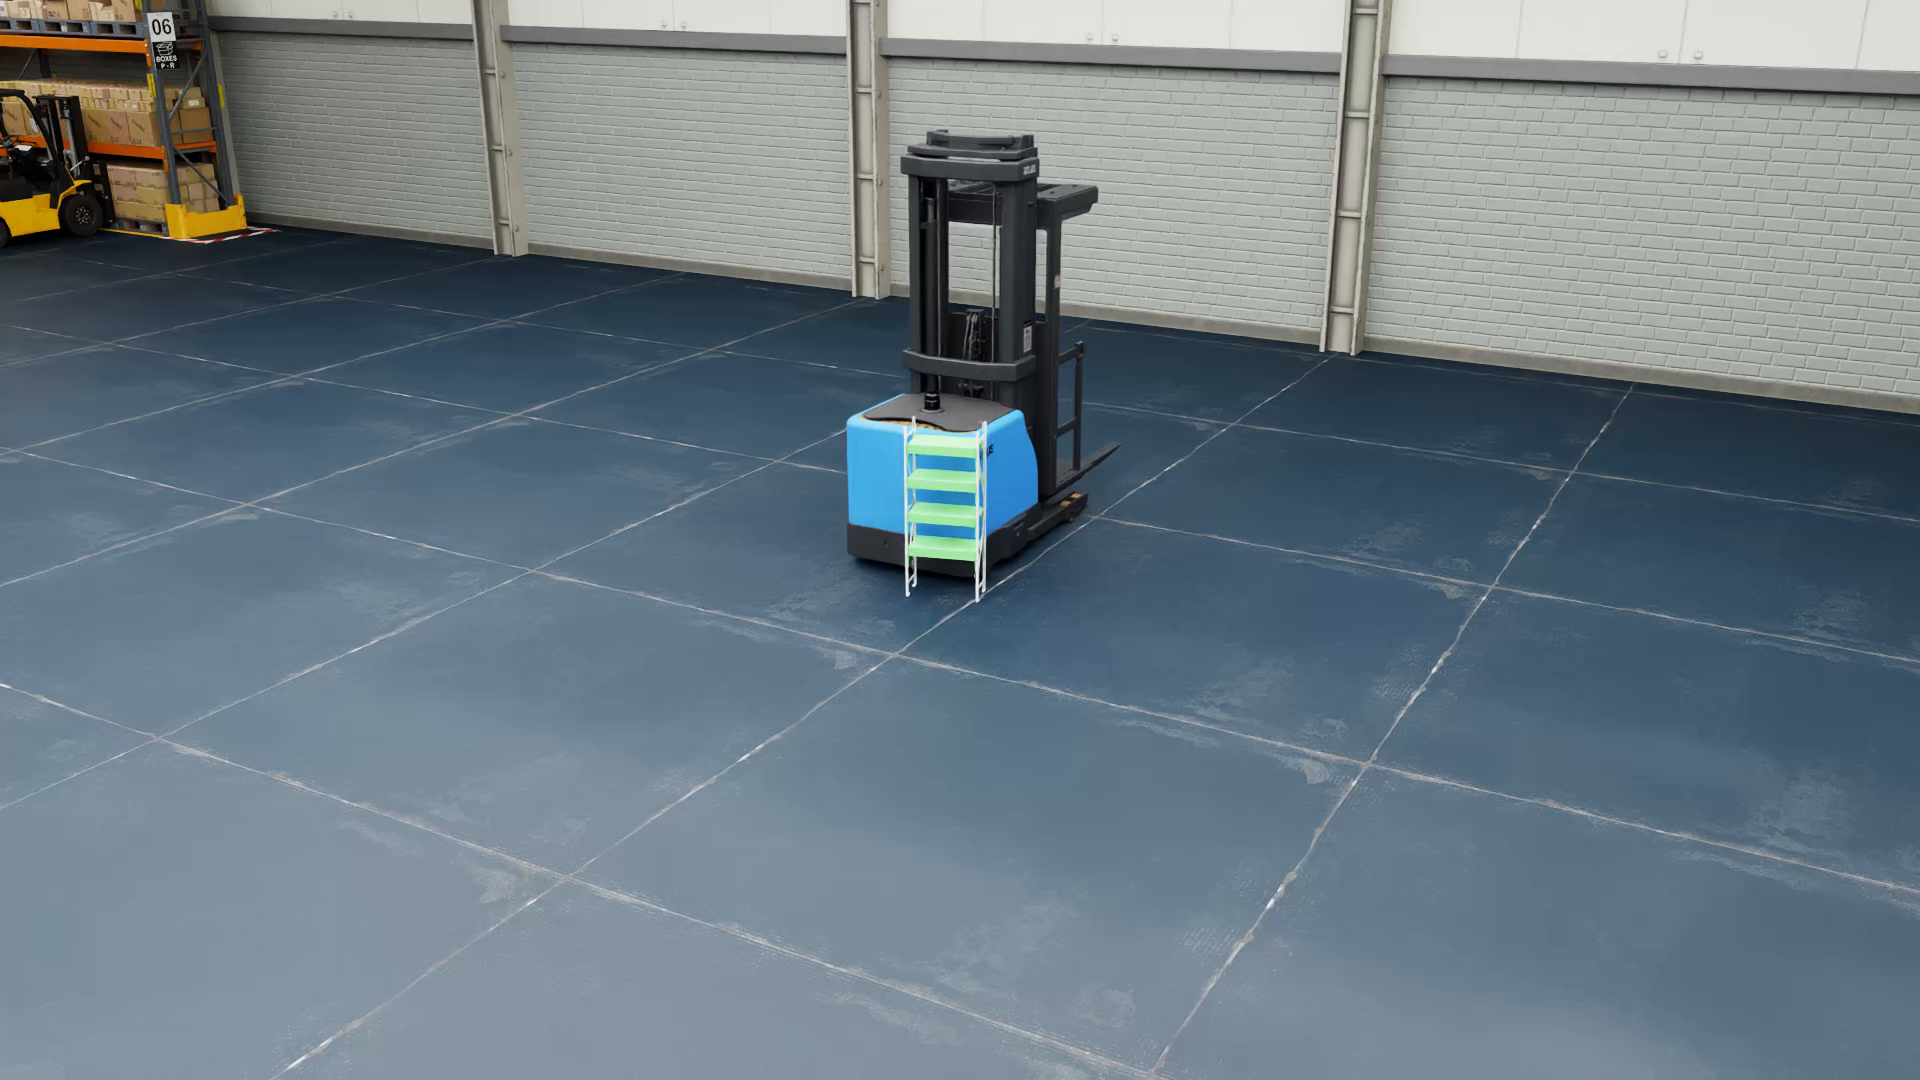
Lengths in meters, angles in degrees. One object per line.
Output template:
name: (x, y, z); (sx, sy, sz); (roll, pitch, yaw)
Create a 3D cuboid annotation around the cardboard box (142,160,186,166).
cardboard box: (-12.175, -5.671, 25.549); (0.500, 0.250, 0.500); (11, 23, 27)

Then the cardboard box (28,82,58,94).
cardboard box: (-14.094, -6.963, 25.629); (0.250, 0.149, 0.380); (11, 23, 28)

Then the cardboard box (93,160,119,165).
cardboard box: (-13.296, -5.687, 25.594); (0.500, 0.250, 0.500); (10, 22, 26)

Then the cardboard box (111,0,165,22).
cardboard box: (-11.915, -7.780, 24.107); (0.500, 0.500, 0.500); (12, 23, 29)

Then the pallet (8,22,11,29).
pallet: (-15.678, -8.206, 26.470); (1.217, 0.209, 0.805); (10, 22, 25)

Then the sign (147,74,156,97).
sign: (-11.686, -6.574, 24.044); (0.005, 0.325, 0.100); (11, 23, 27)

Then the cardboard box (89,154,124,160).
cardboard box: (-13.493, -5.925, 26.252); (0.500, 0.250, 0.500); (11, 23, 28)

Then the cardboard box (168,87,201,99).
cardboard box: (-11.599, -6.689, 24.872); (0.250, 0.149, 0.380); (10, 22, 26)

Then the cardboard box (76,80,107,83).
cardboard box: (-13.574, -7.105, 26.020); (0.250, 0.149, 0.380); (10, 22, 26)

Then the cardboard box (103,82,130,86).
cardboard box: (-12.935, -6.955, 25.604); (0.250, 0.149, 0.380); (11, 23, 28)

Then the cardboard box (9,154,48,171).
cardboard box: (-14.632, -5.944, 26.302); (0.500, 0.250, 0.500); (10, 22, 26)

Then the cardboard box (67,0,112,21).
cardboard box: (-12.760, -7.980, 24.658); (0.500, 0.500, 0.700); (11, 23, 28)

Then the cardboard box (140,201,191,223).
cardboard box: (-11.974, -4.967, 25.074); (0.500, 0.250, 0.500); (11, 23, 28)

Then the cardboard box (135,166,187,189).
cardboard box: (-11.964, -5.436, 24.903); (0.500, 0.250, 0.500); (12, 23, 29)

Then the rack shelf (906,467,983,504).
rack shelf: (-0.097, -0.367, 11.100); (0.480, 0.148, 0.258); (5, 20, 12)

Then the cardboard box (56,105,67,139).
cardboard box: (-13.736, -6.473, 25.664); (0.500, 0.500, 0.500); (11, 22, 27)

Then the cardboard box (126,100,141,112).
cardboard box: (-12.087, -6.437, 24.615); (0.250, 0.149, 0.380); (11, 23, 28)

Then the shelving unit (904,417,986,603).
shelving unit: (-0.097, -0.201, 11.160); (0.503, 1.200, 0.258); (5, 20, 12)

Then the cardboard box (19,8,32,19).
cardboard box: (-13.987, -7.986, 25.190); (0.250, 0.149, 0.380); (12, 23, 29)

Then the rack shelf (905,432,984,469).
rack shelf: (-0.097, -0.592, 11.018); (0.480, 0.148, 0.258); (5, 20, 12)

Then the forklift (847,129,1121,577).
forklift: (0.337, -1.580, 12.423); (1.130, 2.935, 3.031); (10, 22, 26)

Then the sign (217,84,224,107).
sign: (-11.134, -6.686, 25.013); (0.005, 0.325, 0.100); (11, 23, 27)

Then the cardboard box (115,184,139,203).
cardboard box: (-12.420, -5.292, 25.238); (0.500, 0.250, 0.500); (11, 22, 27)

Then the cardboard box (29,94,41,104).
cardboard box: (-14.105, -6.823, 25.677); (0.250, 0.149, 0.380); (11, 23, 28)

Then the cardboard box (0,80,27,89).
cardboard box: (-14.768, -7.093, 25.987); (0.250, 0.149, 0.380); (11, 23, 28)

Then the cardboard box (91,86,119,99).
cardboard box: (-12.760, -6.707, 24.923); (0.250, 0.149, 0.380); (11, 23, 29)

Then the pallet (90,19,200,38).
pallet: (-12.014, -7.571, 24.570); (1.213, 0.211, 1.003); (11, 23, 27)

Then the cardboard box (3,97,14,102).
cardboard box: (-14.752, -6.963, 26.065); (0.250, 0.149, 0.380); (10, 22, 26)

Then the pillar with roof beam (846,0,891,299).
pillar with roof beam: (-3.201, -6.005, 15.722); (0.400, 9.000, 9.100); (11, 23, 27)

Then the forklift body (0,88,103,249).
forklift body: (-13.955, -5.451, 24.238); (1.214, 2.155, 2.313); (11, 23, 27)

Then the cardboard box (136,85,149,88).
cardboard box: (-12.257, -6.828, 25.255); (0.250, 0.149, 0.380); (11, 23, 28)

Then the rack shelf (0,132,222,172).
rack shelf: (-13.156, -6.072, 25.760); (4.000, 0.370, 1.077); (11, 23, 27)

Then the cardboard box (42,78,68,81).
cardboard box: (-14.277, -7.217, 26.329); (0.250, 0.149, 0.380); (10, 22, 26)

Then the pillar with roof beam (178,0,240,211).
pillar with roof beam: (-13.677, -8.000, 21.224); (0.400, 9.000, 9.100); (11, 23, 27)

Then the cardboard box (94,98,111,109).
cardboard box: (-12.750, -6.574, 24.991); (0.250, 0.149, 0.380); (10, 22, 26)

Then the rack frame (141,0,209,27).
rack frame: (-11.410, -8.898, 23.698); (0.127, 3.000, 1.000); (11, 23, 27)

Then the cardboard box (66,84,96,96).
cardboard box: (-13.379, -6.866, 25.361); (0.250, 0.149, 0.380); (11, 23, 28)

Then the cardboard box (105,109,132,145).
cardboard box: (-12.416, -6.217, 24.959); (0.500, 0.500, 0.500); (12, 23, 29)

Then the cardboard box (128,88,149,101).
cardboard box: (-12.056, -6.598, 24.621); (0.250, 0.149, 0.380); (11, 23, 27)
